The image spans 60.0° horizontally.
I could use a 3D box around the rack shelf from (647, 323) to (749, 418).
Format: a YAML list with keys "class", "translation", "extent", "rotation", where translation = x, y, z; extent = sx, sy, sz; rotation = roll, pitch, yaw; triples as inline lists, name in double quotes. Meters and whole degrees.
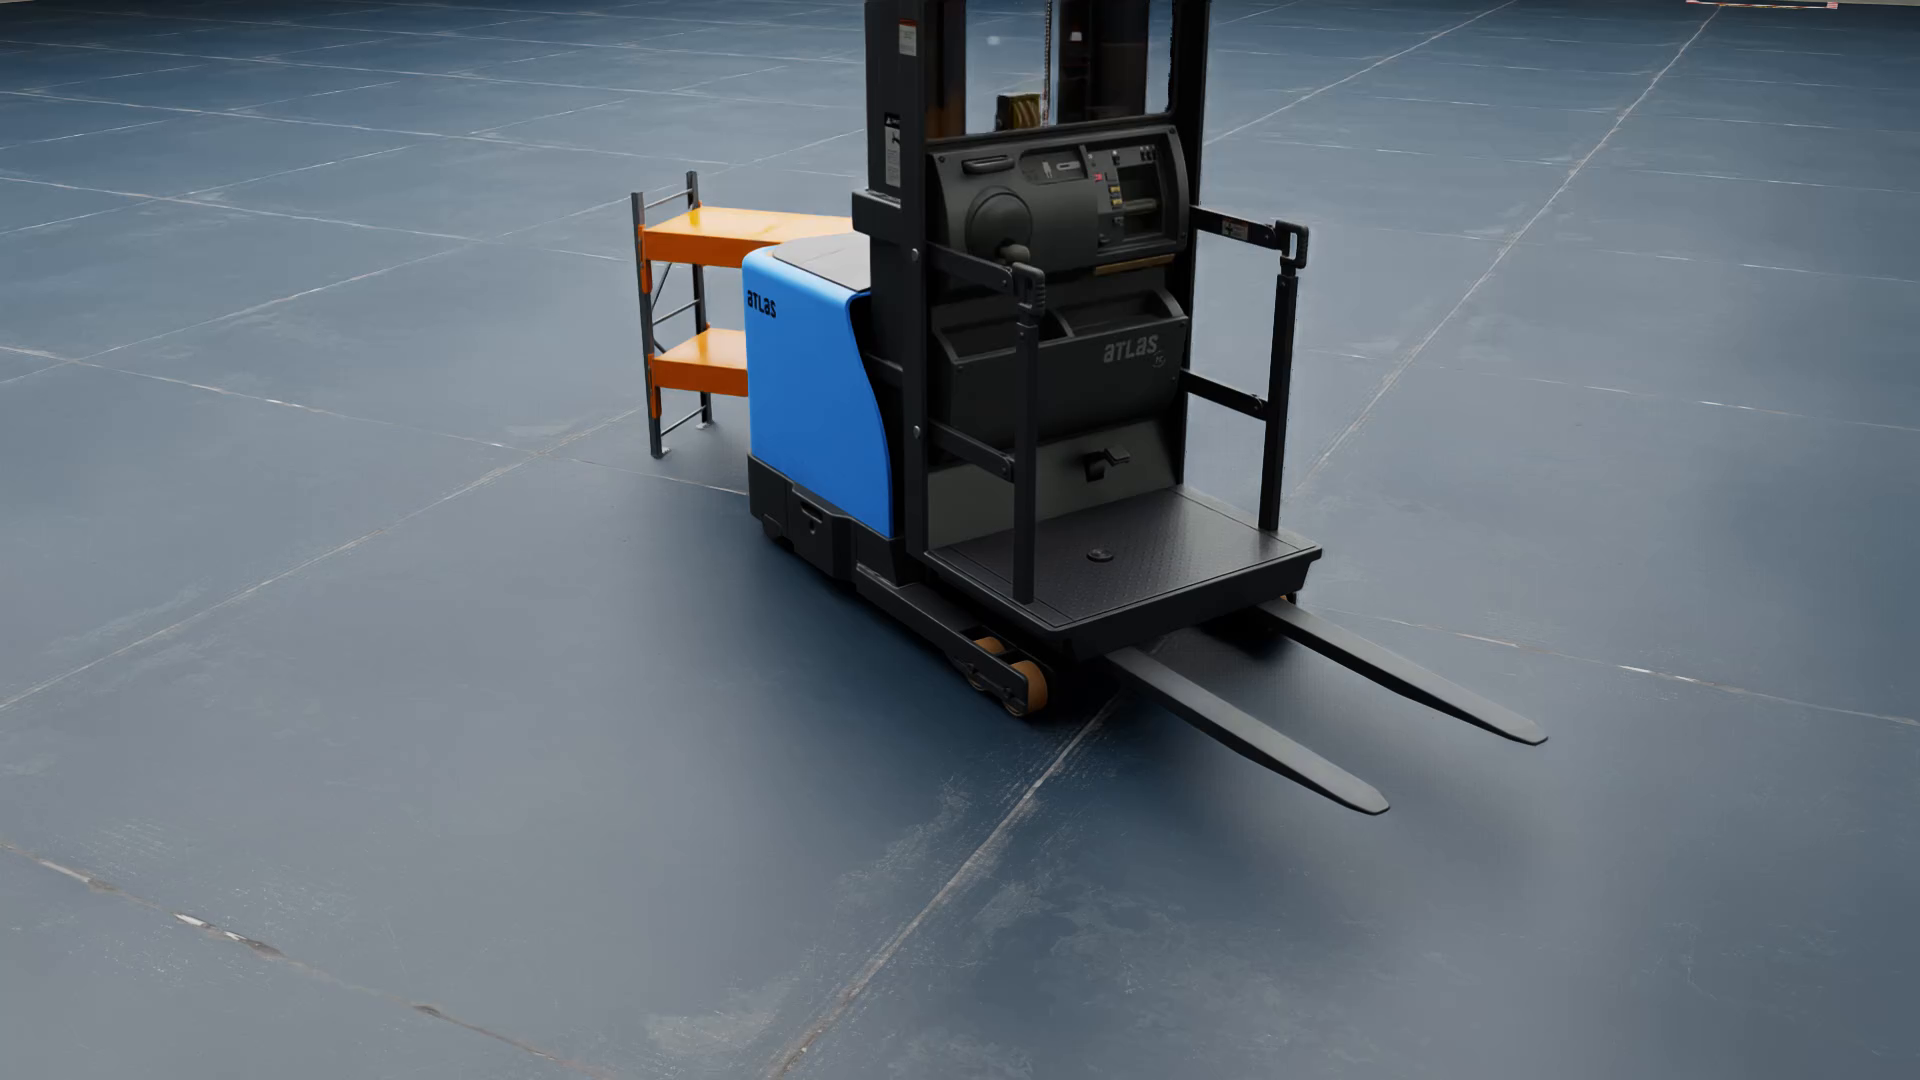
- class: "rack shelf"
  translation: [-0.739, -0.669, 7.011]
  extent: [1.000, 0.278, 0.538]
  rotation: [8, 24, 18]

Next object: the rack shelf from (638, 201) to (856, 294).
- class: "rack shelf"
  translation: [-0.739, -1.163, 6.801]
  extent: [1.000, 0.278, 0.538]
  rotation: [8, 24, 18]

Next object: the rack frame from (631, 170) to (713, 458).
- class: "rack frame"
  translation: [-1.217, -0.962, 7.075]
  extent: [0.032, 1.125, 0.500]
  rotation: [8, 24, 18]

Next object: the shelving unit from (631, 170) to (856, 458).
- class: "shelving unit"
  translation: [-0.739, -0.894, 6.915]
  extent: [1.048, 1.125, 0.538]
  rotation: [8, 24, 18]

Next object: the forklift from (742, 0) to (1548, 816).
- class: "forklift"
  translation: [0.445, -1.031, 4.930]
  extent: [1.130, 2.935, 3.031]
  rotation: [-15, 27, -31]
